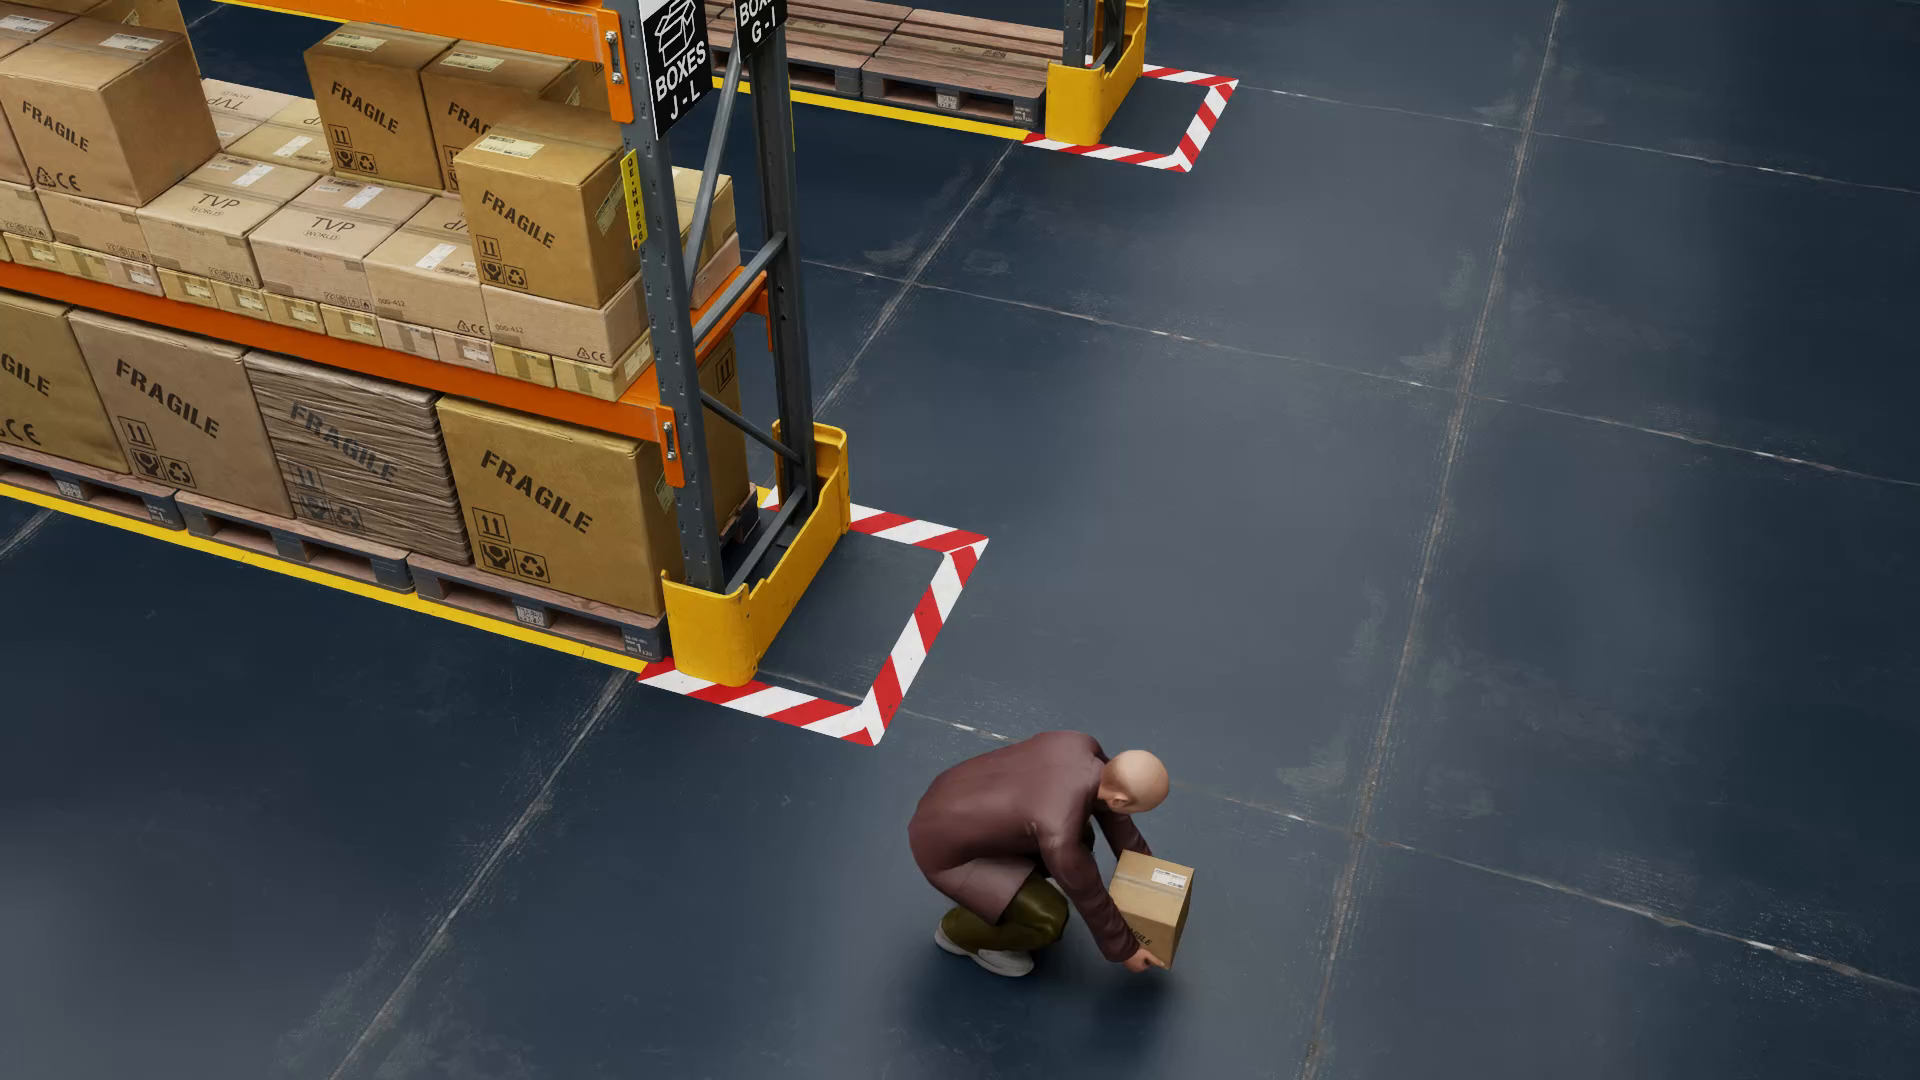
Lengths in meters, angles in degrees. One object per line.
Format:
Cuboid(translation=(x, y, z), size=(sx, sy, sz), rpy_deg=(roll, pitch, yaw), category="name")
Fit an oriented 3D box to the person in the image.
Cuboid(translation=(0.286, 1.042, 5.582), size=(0.940, 0.980, 0.577), rpy_deg=(12, 42, 14), category="person")
